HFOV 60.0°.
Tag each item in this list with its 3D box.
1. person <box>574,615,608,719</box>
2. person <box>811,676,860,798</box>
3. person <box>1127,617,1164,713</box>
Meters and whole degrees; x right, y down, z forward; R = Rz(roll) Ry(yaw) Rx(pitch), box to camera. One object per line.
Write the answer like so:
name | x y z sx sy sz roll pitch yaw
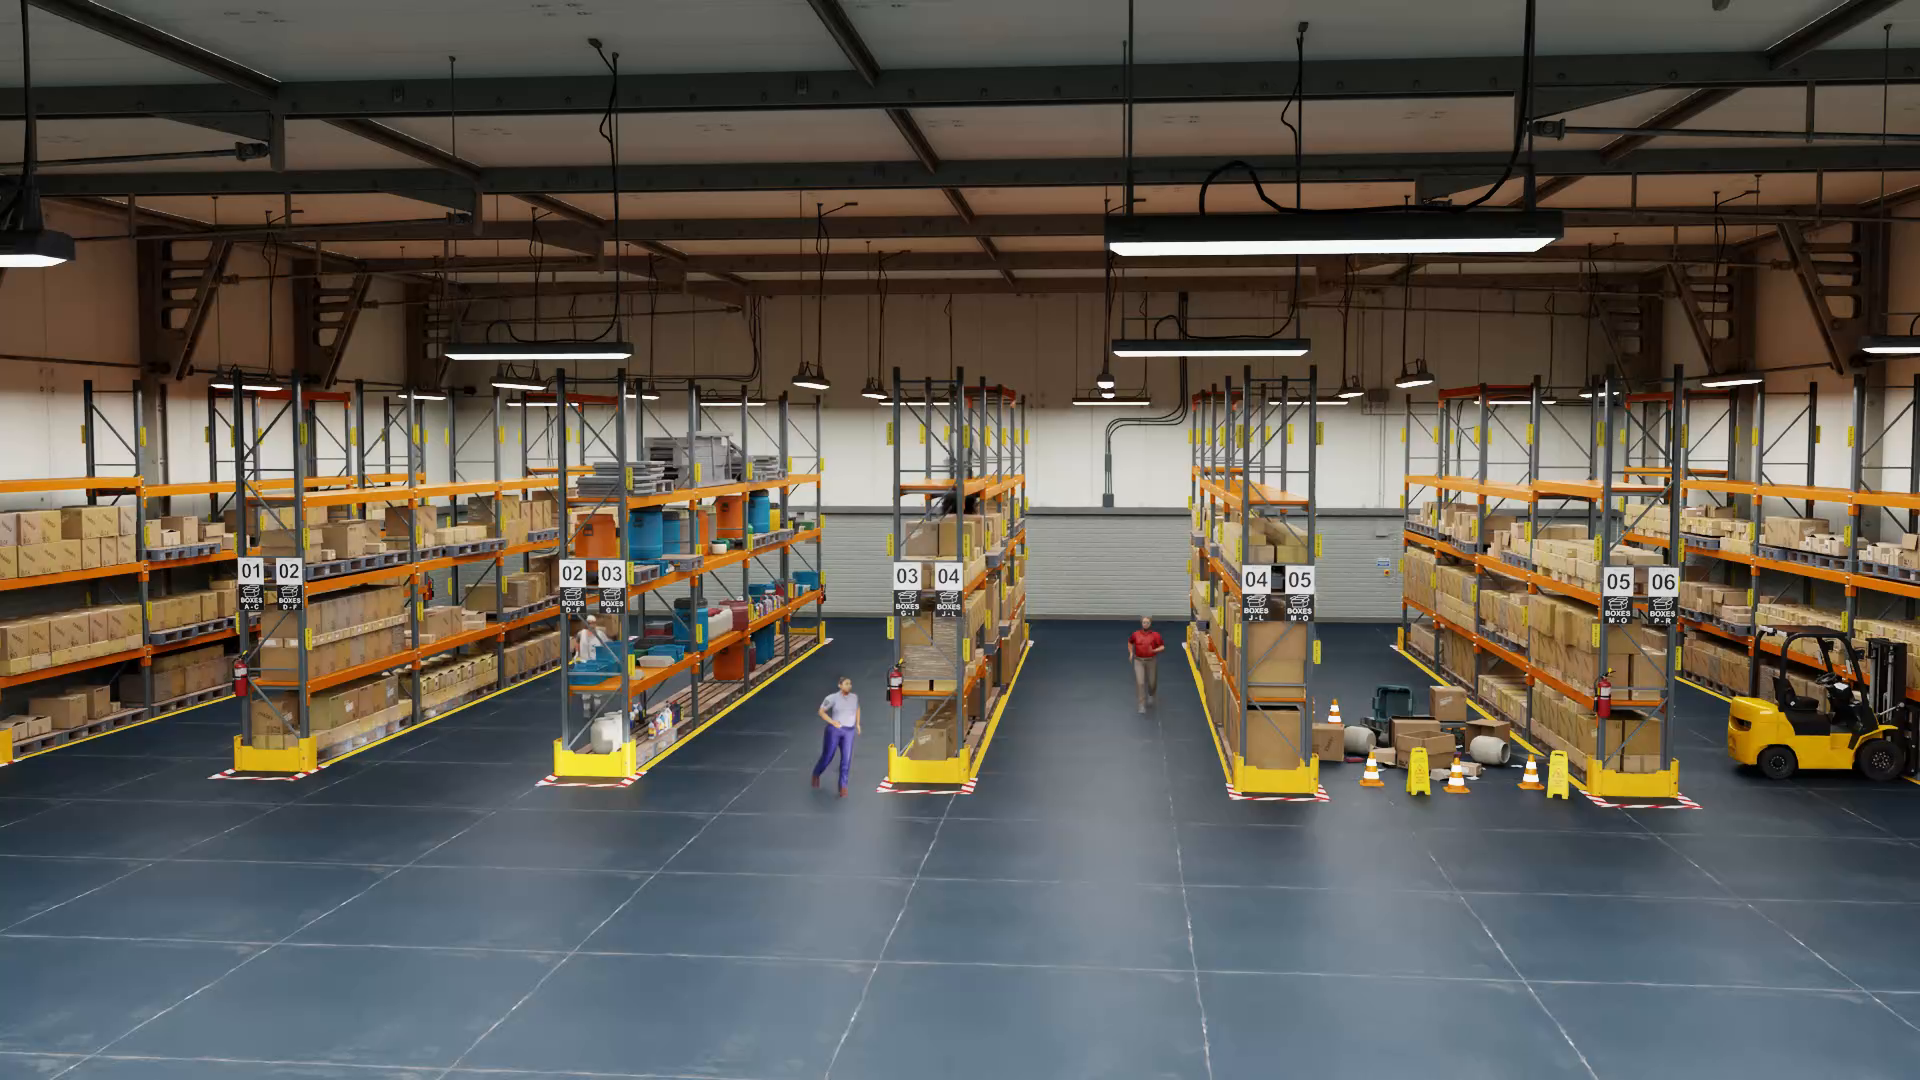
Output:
person | -6.605 2.254 29.775 0.643 1.844 0.876 0 4 -6
person | -1.672 2.734 23.382 0.695 1.631 0.923 -2 4 -23
person | 3.379 2.257 30.278 0.673 1.699 0.884 0 4 7
